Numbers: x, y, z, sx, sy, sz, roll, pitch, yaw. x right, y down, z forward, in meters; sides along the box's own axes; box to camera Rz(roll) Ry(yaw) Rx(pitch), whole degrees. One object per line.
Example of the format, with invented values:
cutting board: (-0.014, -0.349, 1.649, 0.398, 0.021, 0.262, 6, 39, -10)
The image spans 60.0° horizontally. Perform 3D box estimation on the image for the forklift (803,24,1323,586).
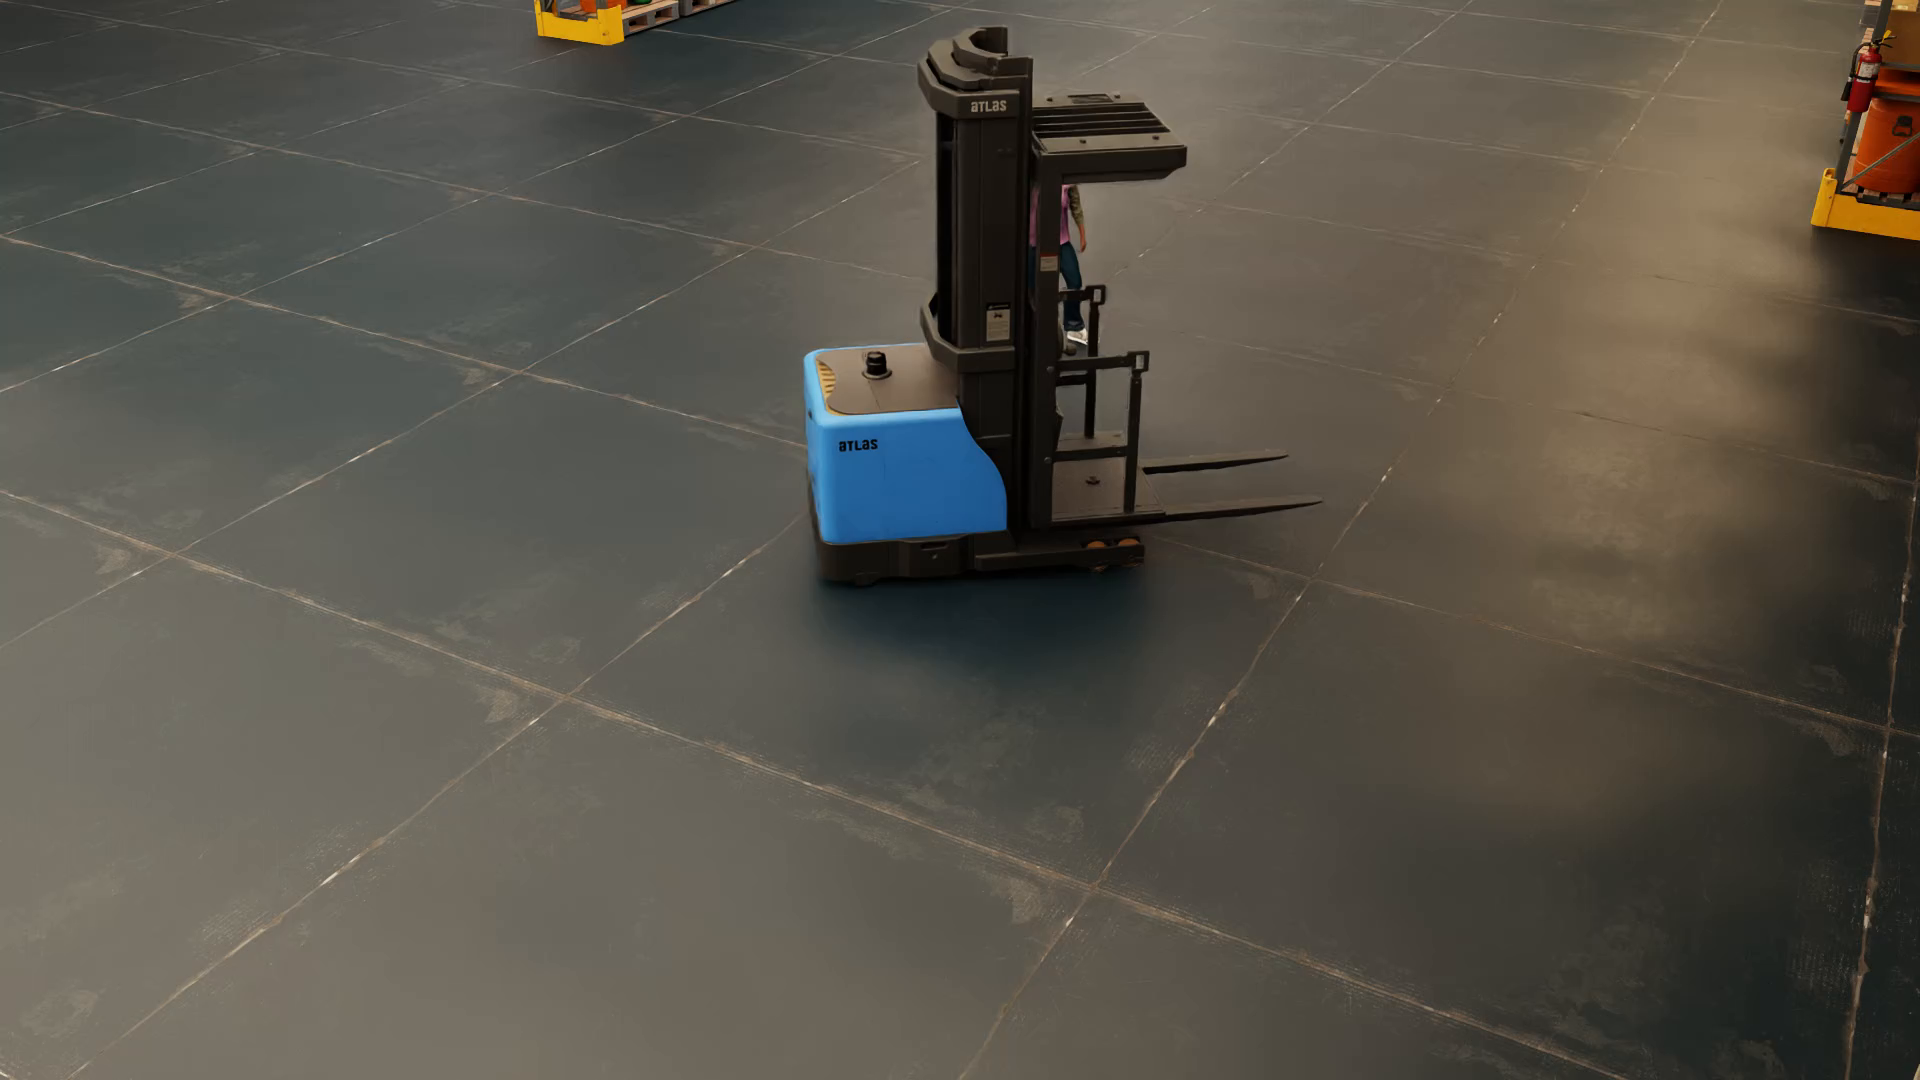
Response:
forklift: (0.628, -1.348, 9.407, 3.031, 2.935, 1.130, -5, 30, -8)

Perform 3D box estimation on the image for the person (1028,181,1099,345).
person: (0.673, -2.181, 12.238, 0.733, 1.563, 0.392, -3, 30, -5)
